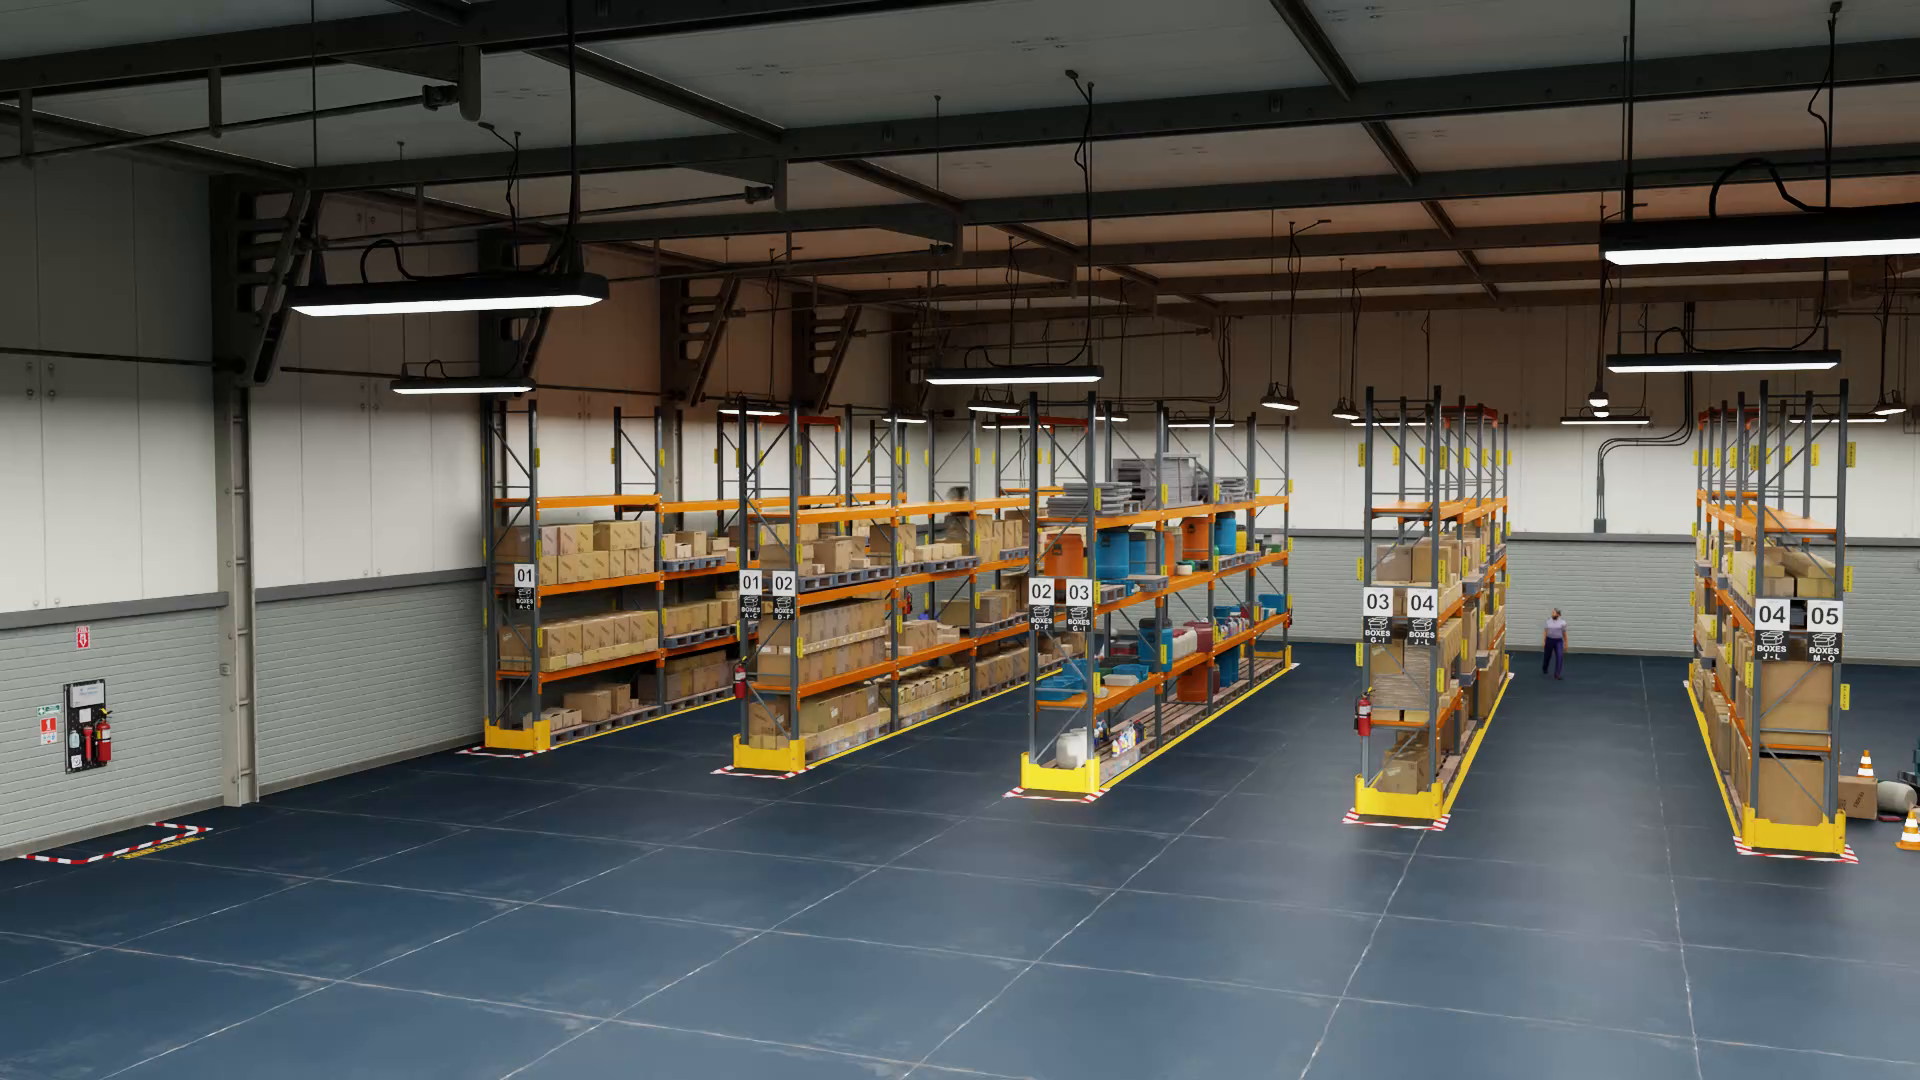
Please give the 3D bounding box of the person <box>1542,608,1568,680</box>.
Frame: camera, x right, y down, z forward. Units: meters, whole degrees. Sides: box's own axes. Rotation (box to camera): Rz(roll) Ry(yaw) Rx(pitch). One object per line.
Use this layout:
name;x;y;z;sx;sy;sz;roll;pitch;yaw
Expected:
person;13.479;2.335;37.683;0.561;1.598;0.881;0;3;10

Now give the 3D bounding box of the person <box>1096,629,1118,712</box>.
person;2.916;2.595;32.661;0.584;1.722;0.554;-2;3;-32

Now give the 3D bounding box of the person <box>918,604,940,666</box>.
person;-0.757;2.275;39.078;0.544;1.586;0.987;1;3;20
